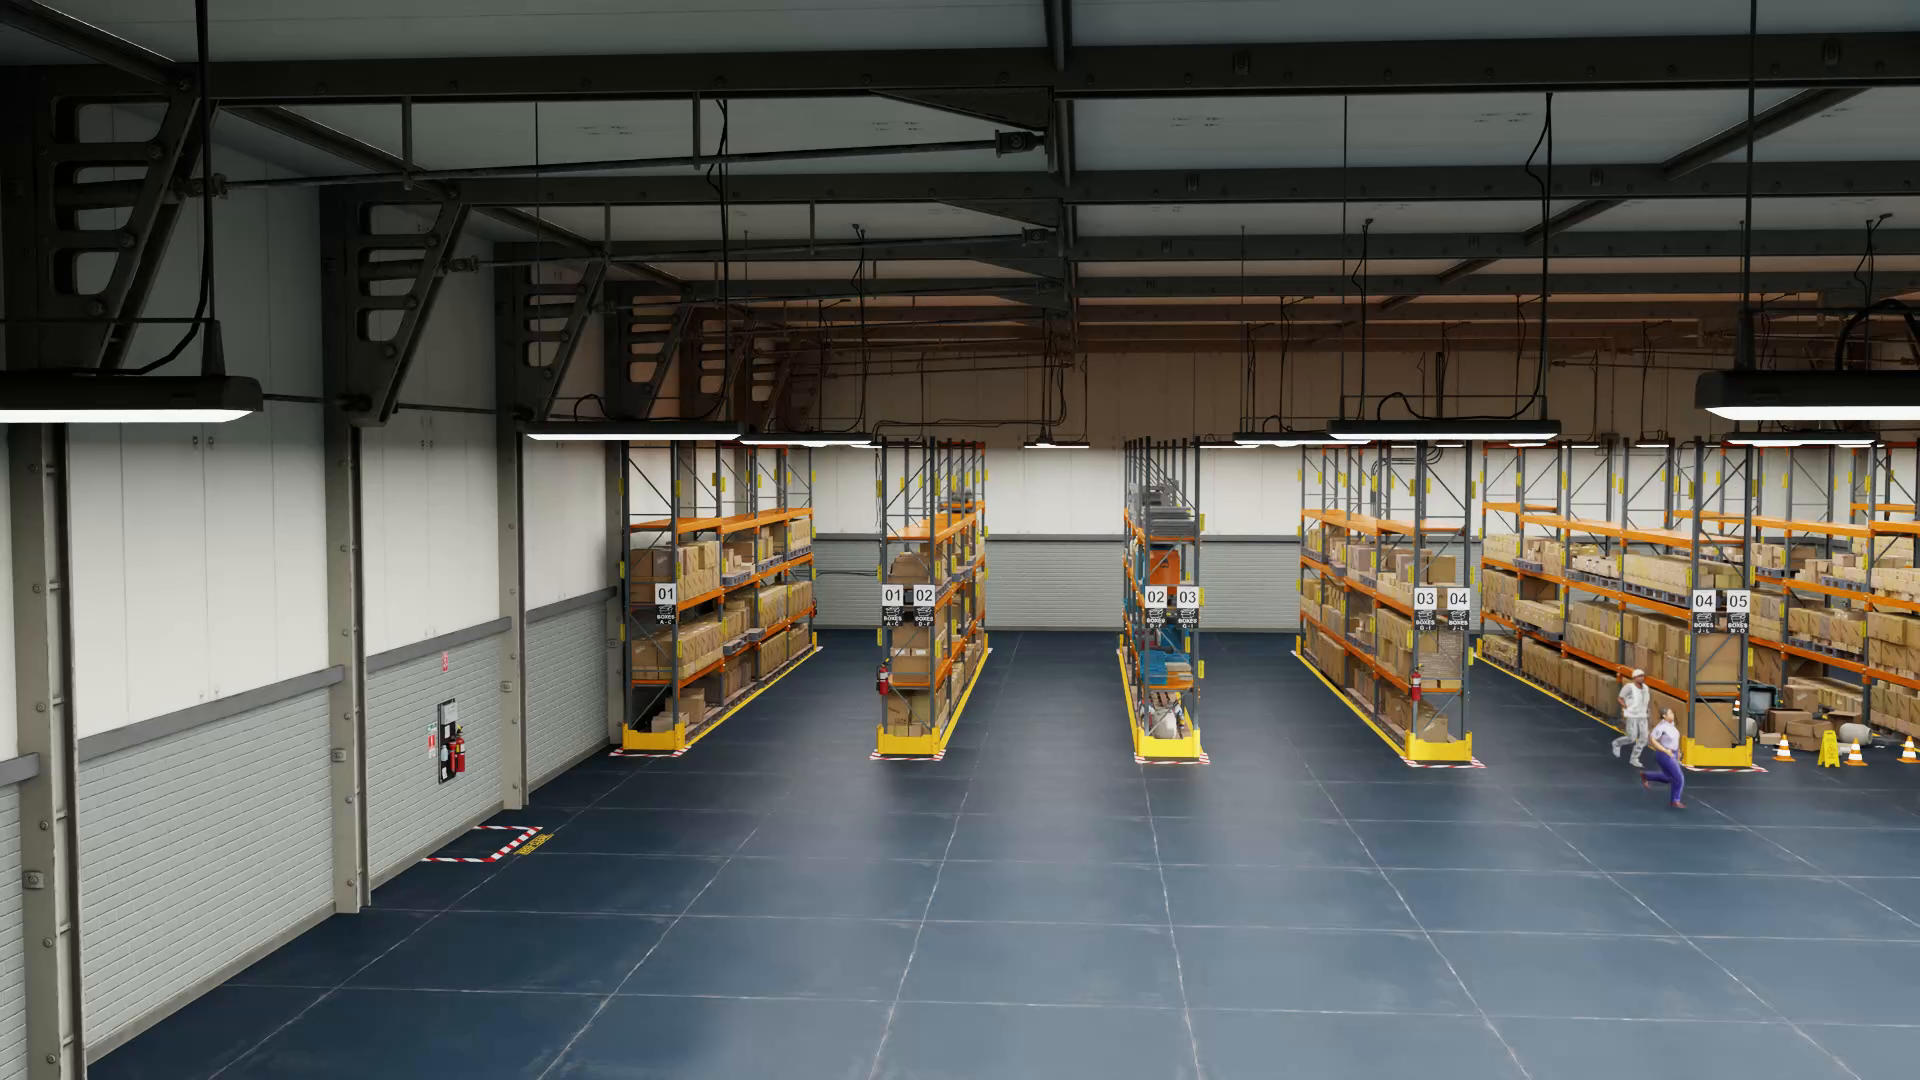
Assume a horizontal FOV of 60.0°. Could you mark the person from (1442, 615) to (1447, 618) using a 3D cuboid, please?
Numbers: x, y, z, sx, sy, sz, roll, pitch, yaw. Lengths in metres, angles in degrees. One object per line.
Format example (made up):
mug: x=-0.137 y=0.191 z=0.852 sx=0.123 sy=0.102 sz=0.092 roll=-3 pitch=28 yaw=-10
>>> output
person: x=13.145 y=2.544 z=44.538 sx=0.664 sy=1.696 sz=0.900 roll=0 pitch=3 yaw=-3

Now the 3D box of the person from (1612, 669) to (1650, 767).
person: x=12.338 y=3.231 z=30.442 sx=0.702 sy=1.750 sz=0.694 roll=-1 pitch=3 yaw=-19

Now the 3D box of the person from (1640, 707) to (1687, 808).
person: x=11.399 y=3.506 z=26.929 sx=0.790 sy=1.606 sz=0.602 roll=2 pitch=4 yaw=39
